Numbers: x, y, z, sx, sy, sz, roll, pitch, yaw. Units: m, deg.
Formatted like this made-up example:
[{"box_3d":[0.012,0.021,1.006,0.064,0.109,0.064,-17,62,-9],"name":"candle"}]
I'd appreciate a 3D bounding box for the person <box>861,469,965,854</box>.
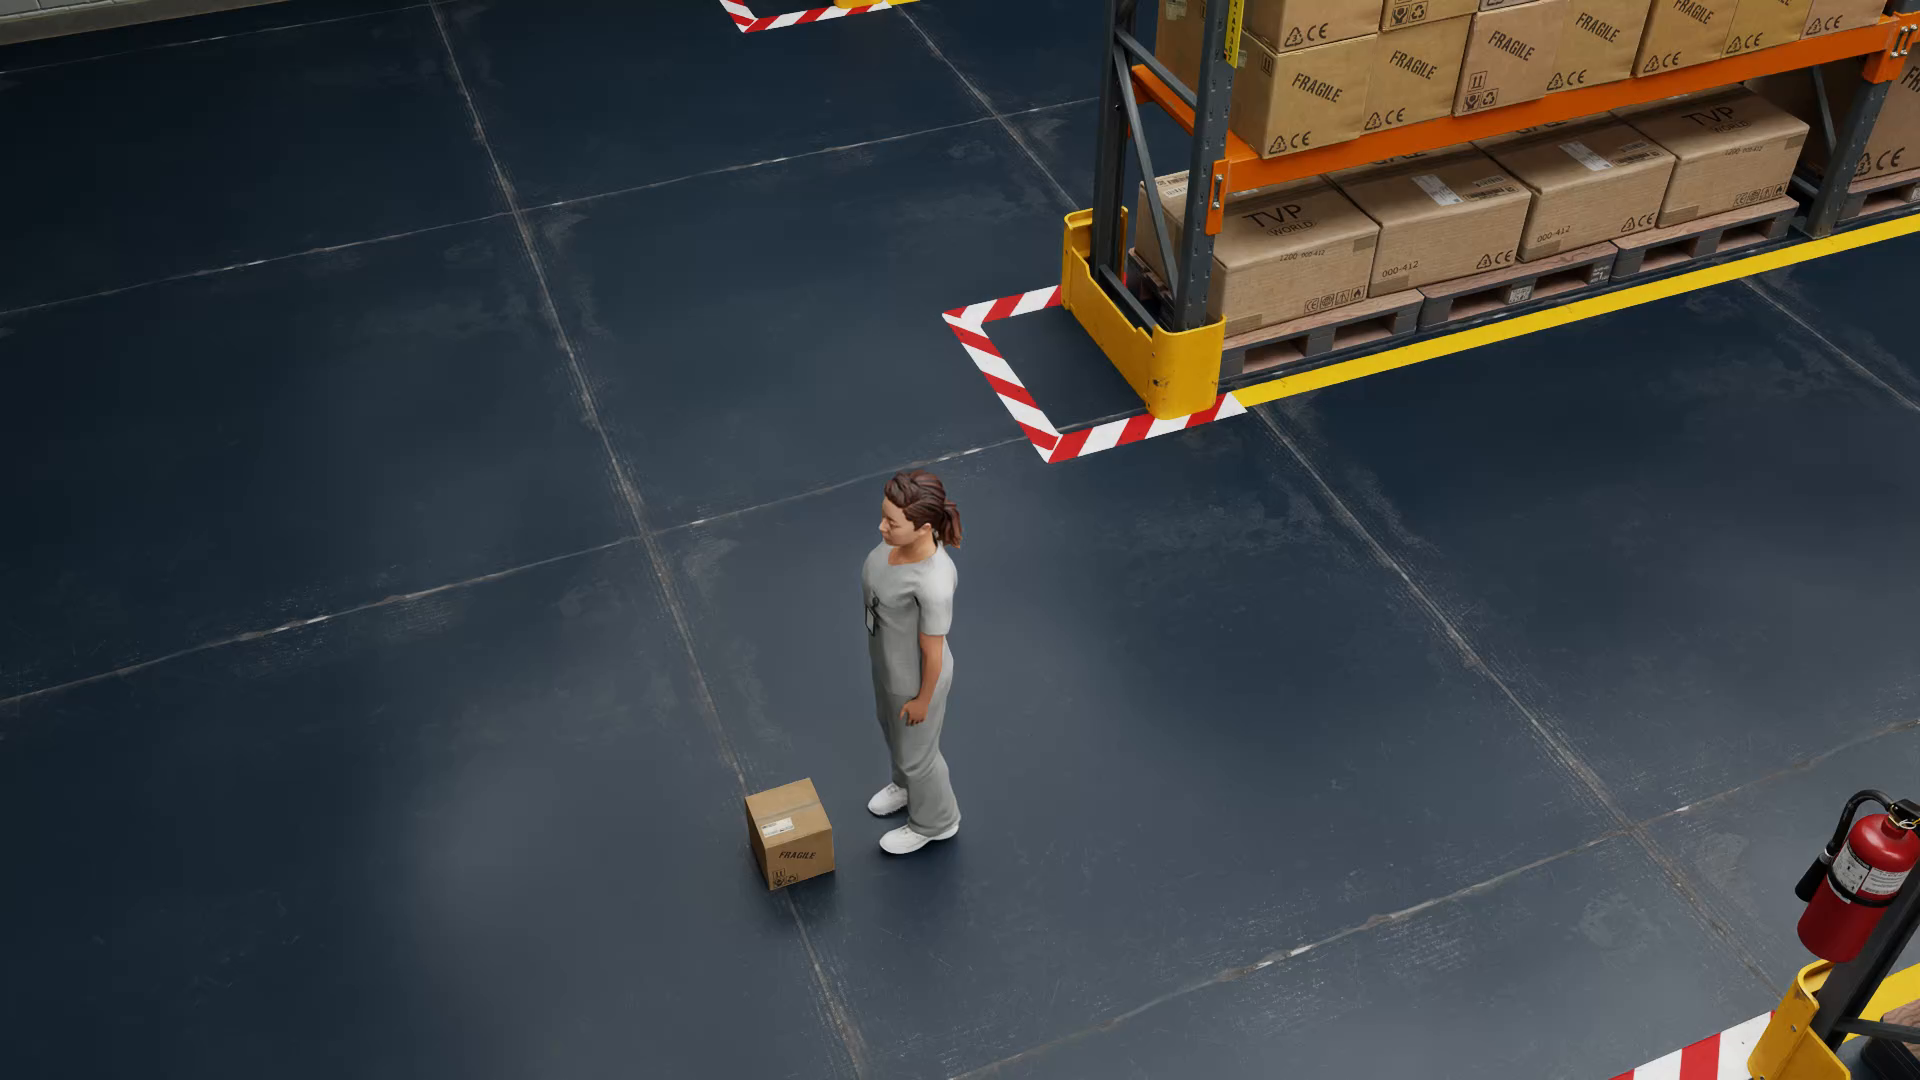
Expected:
[{"box_3d":[-0.156,0.430,5.693,0.364,1.674,0.437,-14,44,-15],"name":"person"}]
